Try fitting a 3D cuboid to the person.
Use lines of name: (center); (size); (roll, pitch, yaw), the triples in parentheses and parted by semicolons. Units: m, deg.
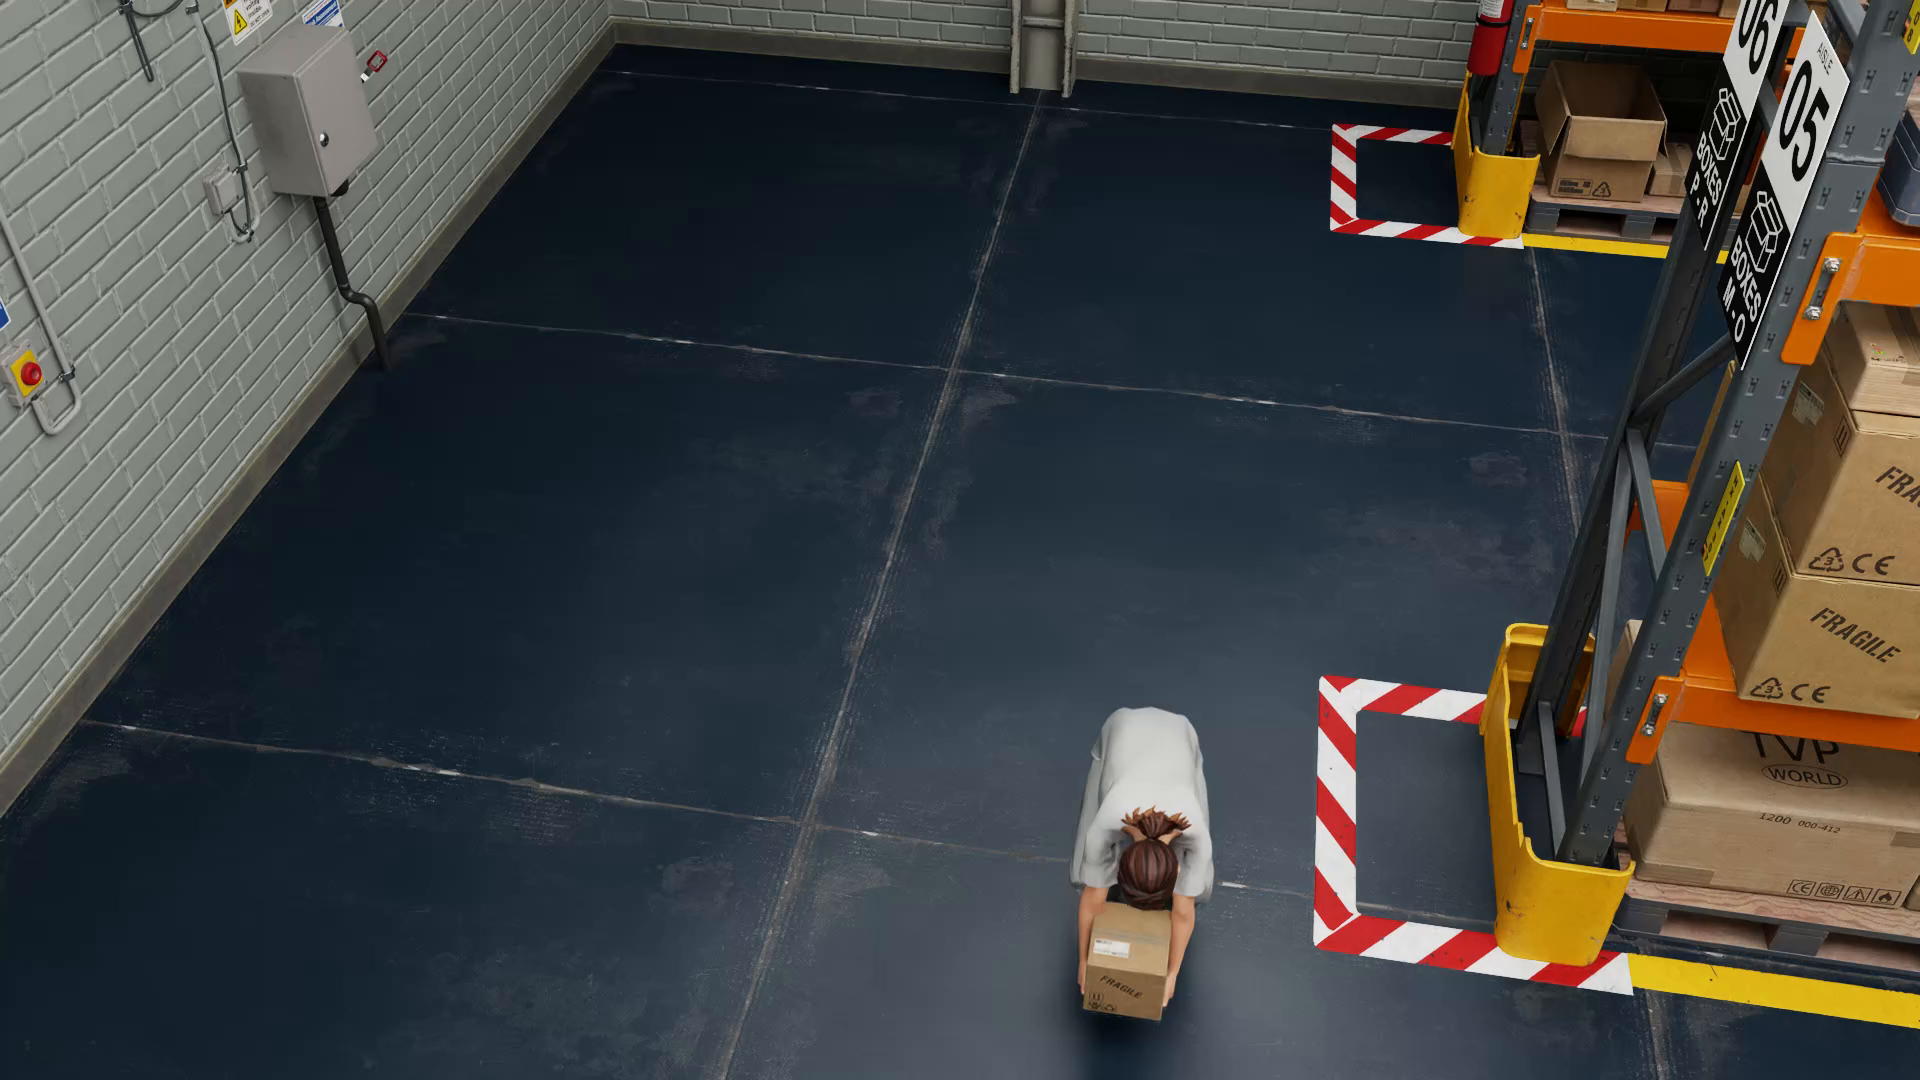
person: (0.599, 1.061, 5.464); (0.475, 0.971, 0.866); (5, 41, 6)
